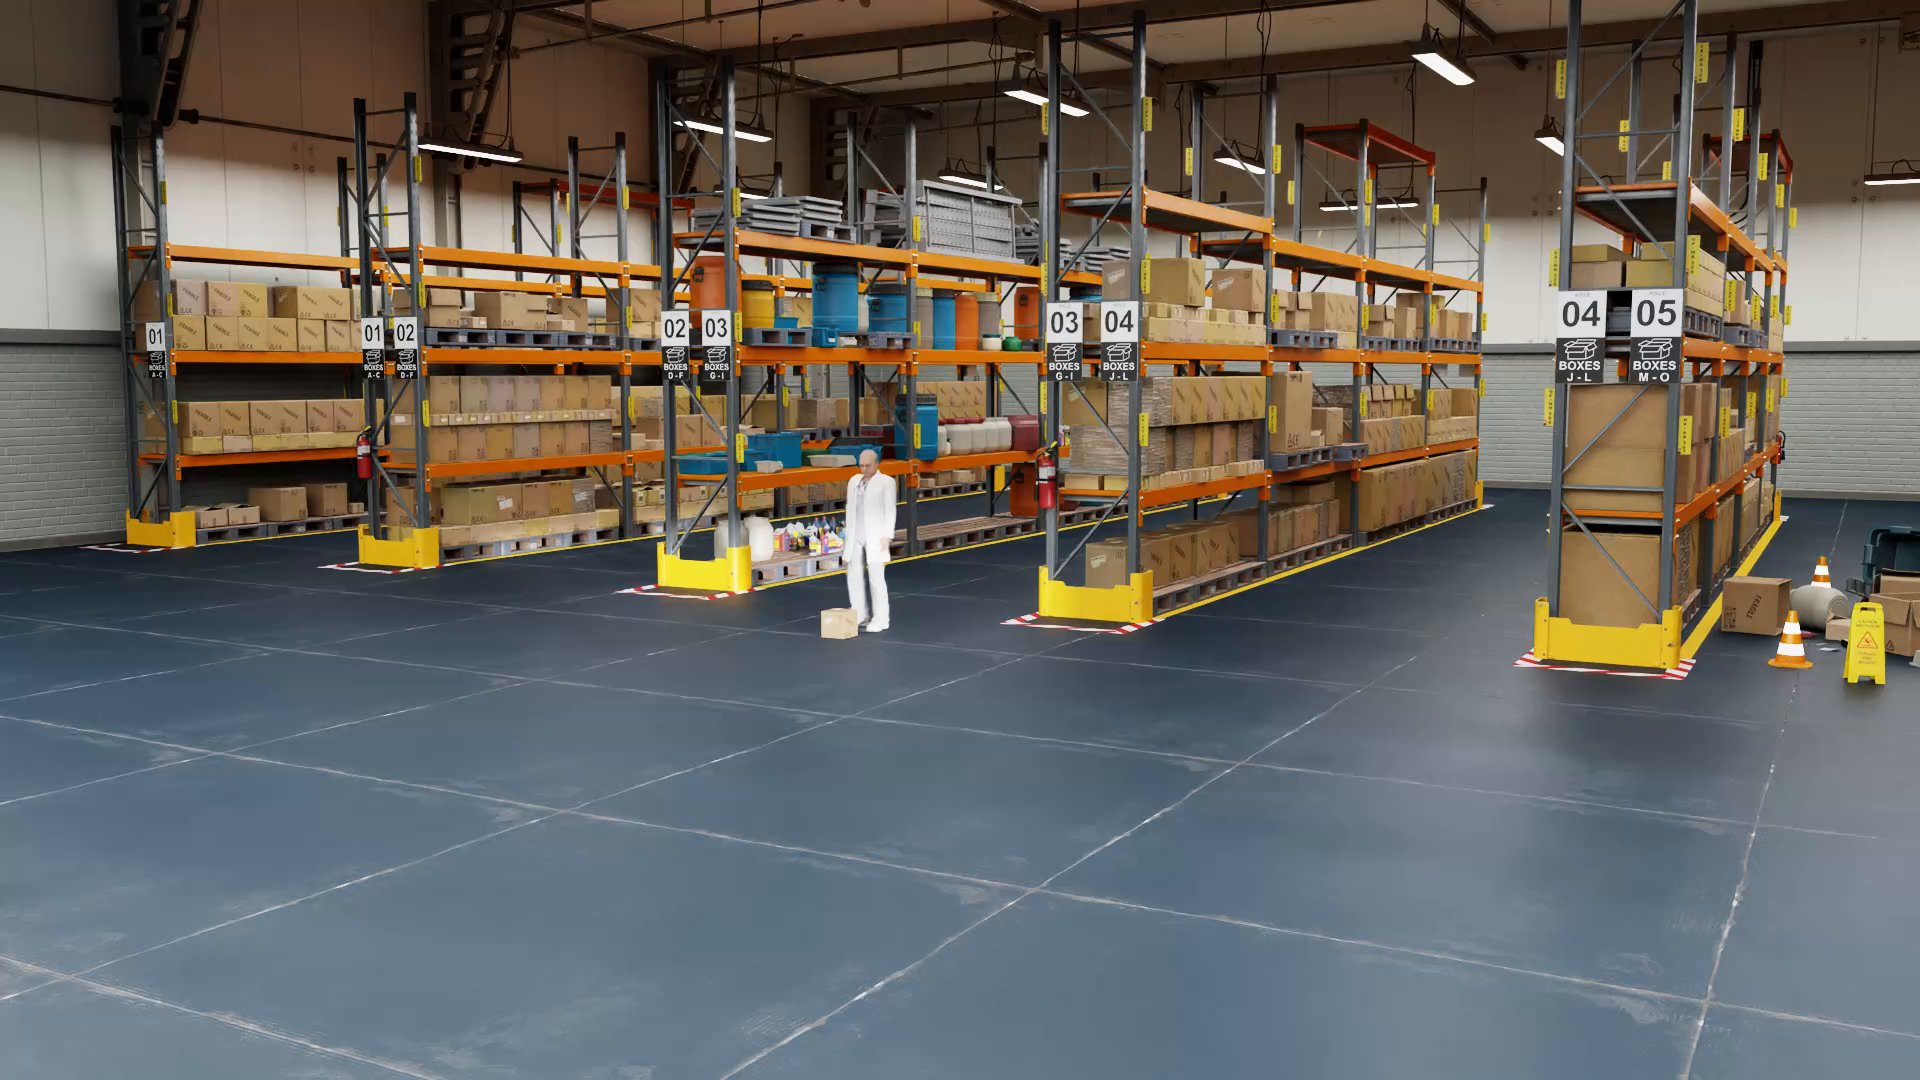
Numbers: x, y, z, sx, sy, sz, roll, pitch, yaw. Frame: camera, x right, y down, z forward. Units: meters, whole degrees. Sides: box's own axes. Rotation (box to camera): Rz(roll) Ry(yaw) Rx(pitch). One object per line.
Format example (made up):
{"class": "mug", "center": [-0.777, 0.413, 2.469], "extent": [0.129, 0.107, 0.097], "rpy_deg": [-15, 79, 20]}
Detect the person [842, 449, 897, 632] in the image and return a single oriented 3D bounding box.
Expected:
{"class": "person", "center": [-0.885, 0.000, 16.162], "extent": [0.565, 1.769, 0.381], "rpy_deg": [3, 7, 30]}
